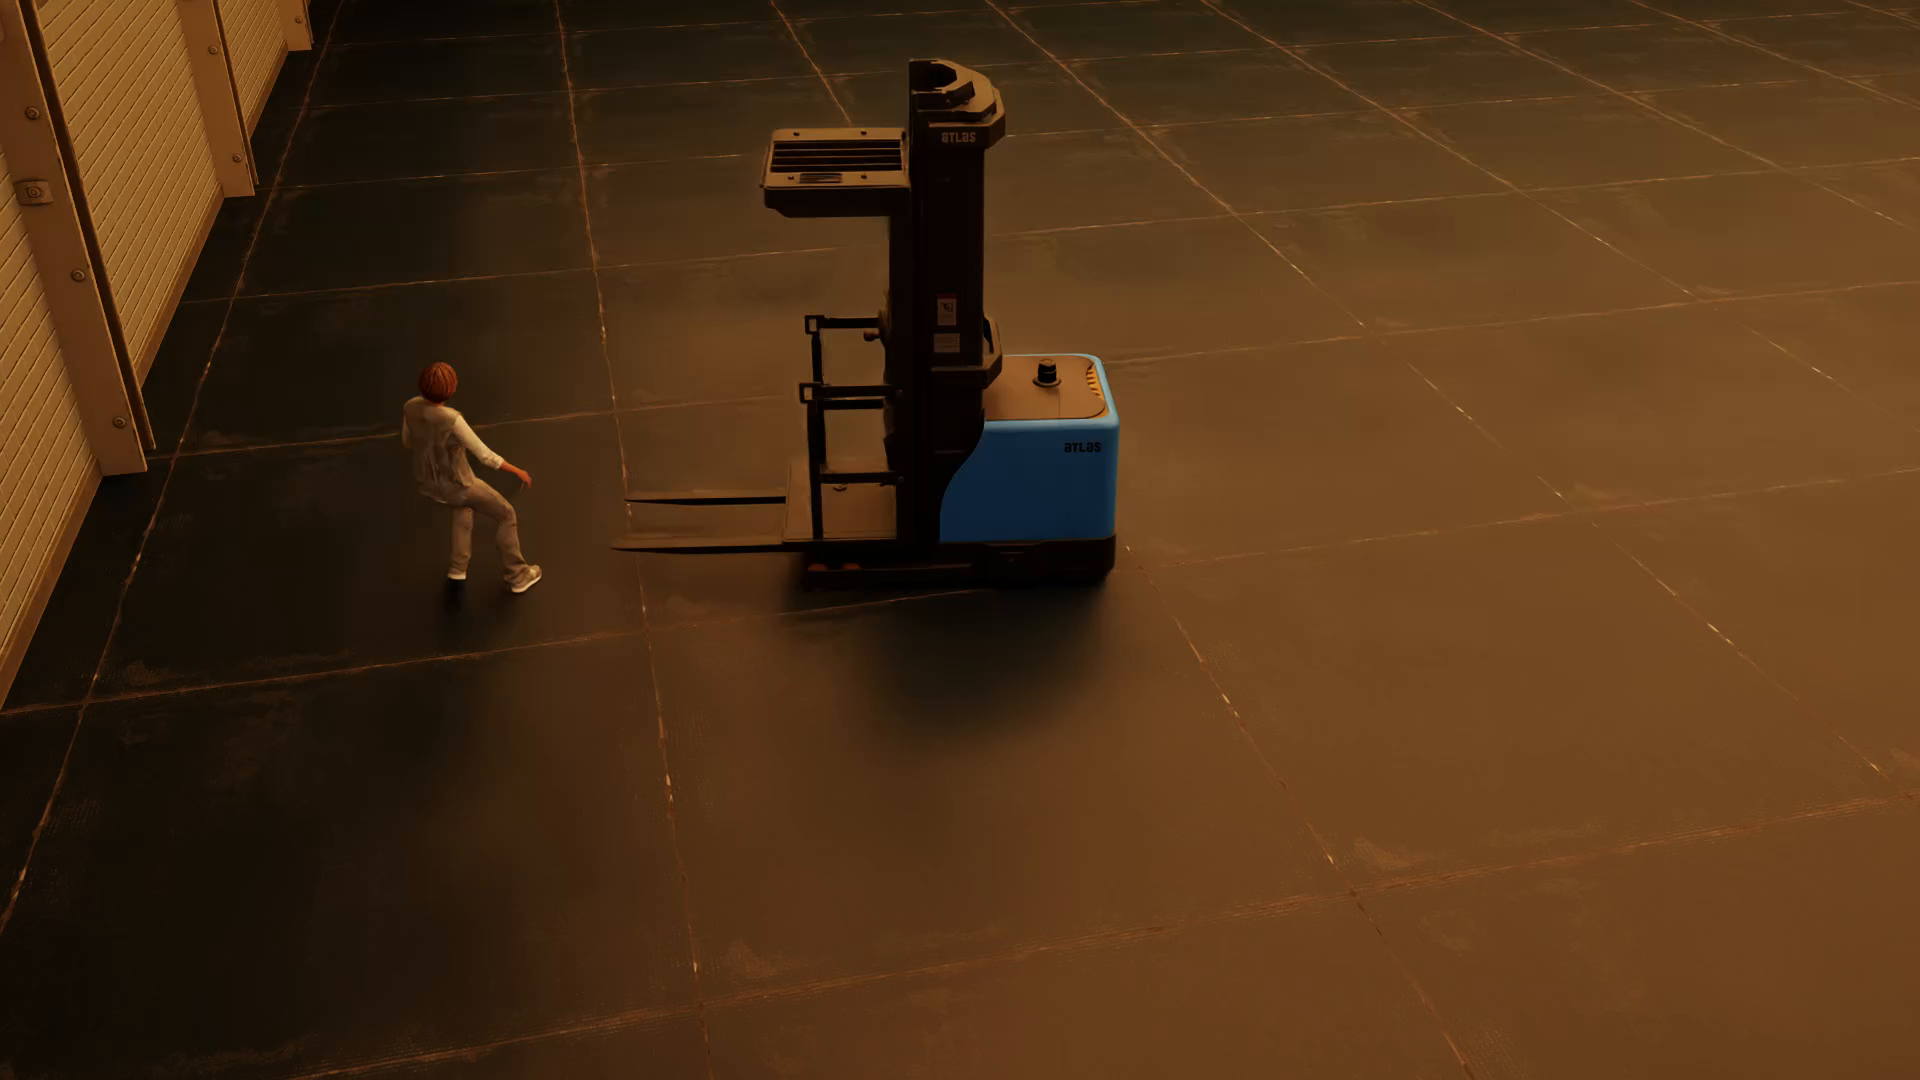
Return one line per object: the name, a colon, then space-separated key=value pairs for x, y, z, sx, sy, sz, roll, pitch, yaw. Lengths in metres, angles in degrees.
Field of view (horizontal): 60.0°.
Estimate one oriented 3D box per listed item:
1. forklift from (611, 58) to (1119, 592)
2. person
forklift: x=-0.599 y=-1.231 z=9.701 sx=3.031 sy=2.935 sz=1.130 roll=-1 pitch=30 yaw=-3
person: x=-2.840 y=-0.378 z=9.642 sx=0.651 sy=1.503 sz=0.522 roll=14 pitch=33 yaw=23
